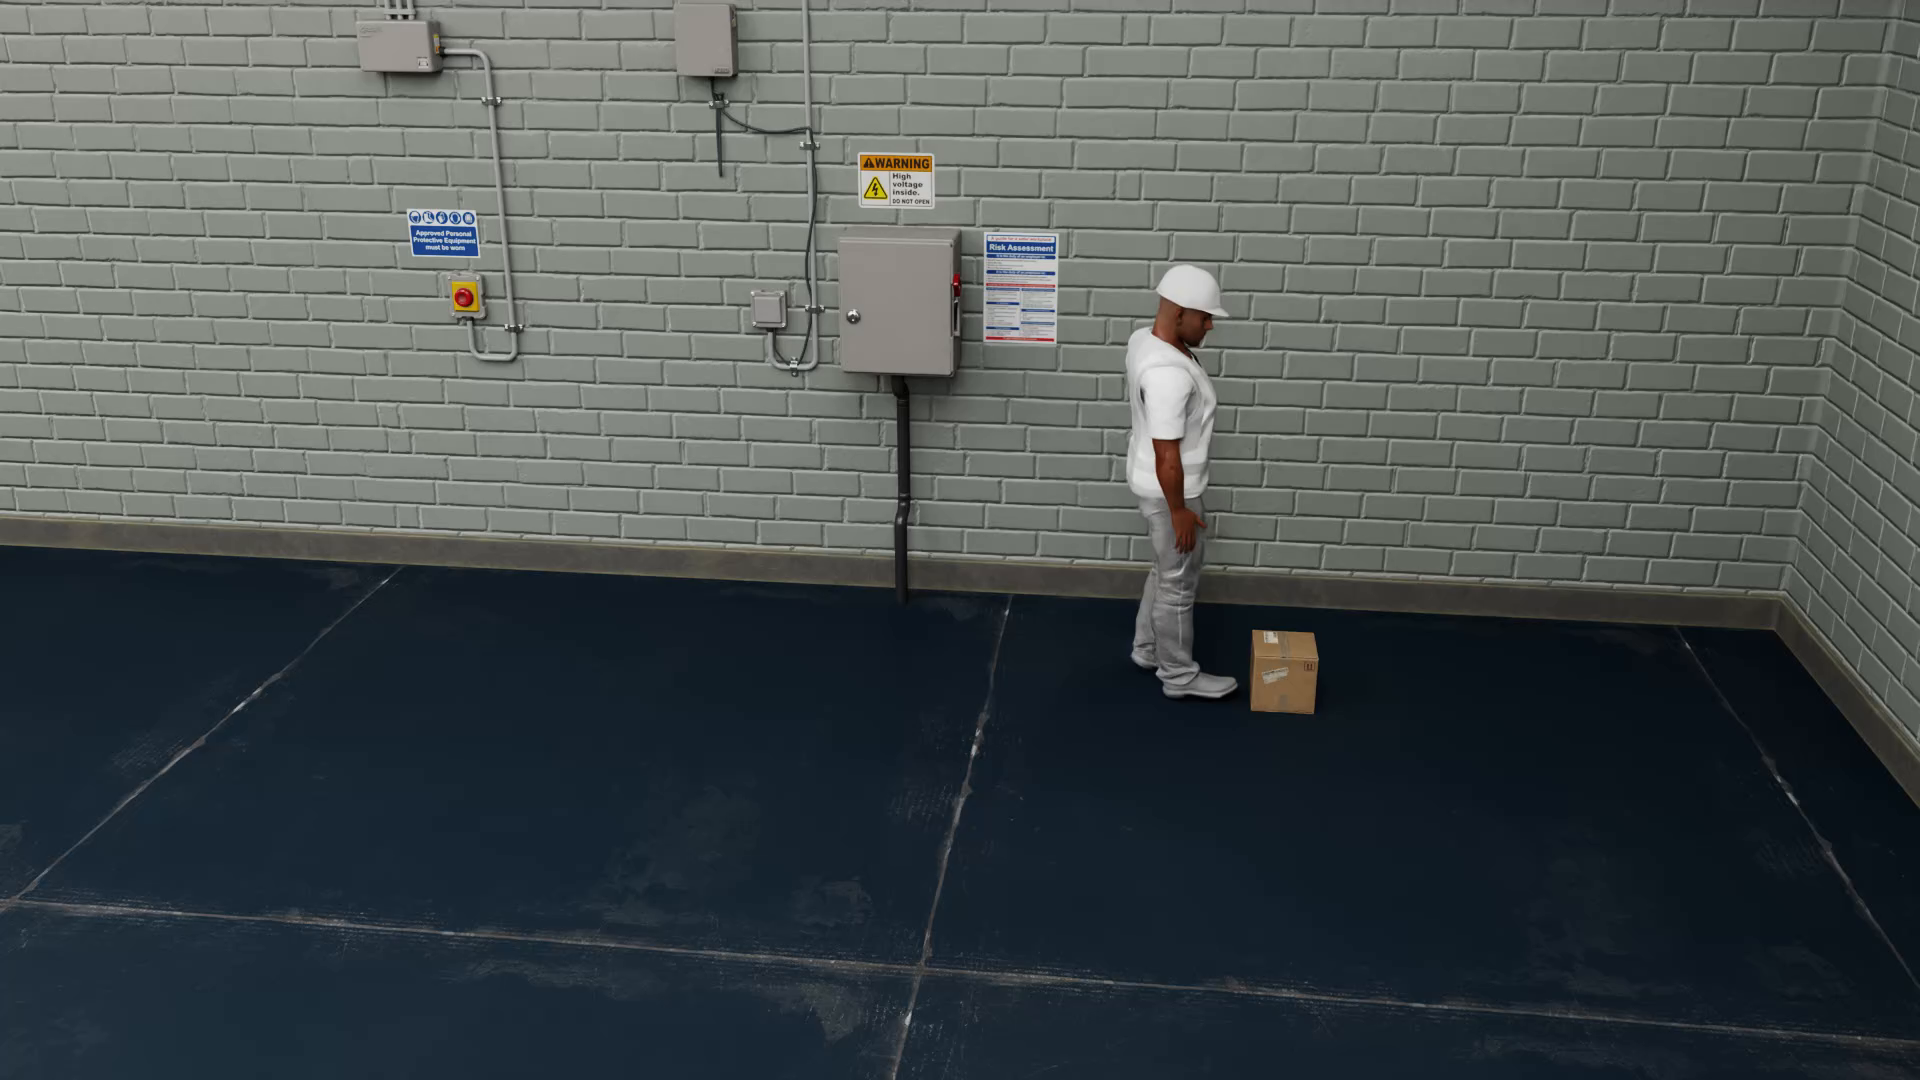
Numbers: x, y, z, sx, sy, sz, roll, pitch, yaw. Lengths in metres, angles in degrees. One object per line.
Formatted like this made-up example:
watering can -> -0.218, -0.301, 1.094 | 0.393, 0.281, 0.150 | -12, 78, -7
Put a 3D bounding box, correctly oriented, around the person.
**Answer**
person -> 0.890, -0.186, 6.542 | 0.496, 1.819, 0.605 | 0, 21, 0
